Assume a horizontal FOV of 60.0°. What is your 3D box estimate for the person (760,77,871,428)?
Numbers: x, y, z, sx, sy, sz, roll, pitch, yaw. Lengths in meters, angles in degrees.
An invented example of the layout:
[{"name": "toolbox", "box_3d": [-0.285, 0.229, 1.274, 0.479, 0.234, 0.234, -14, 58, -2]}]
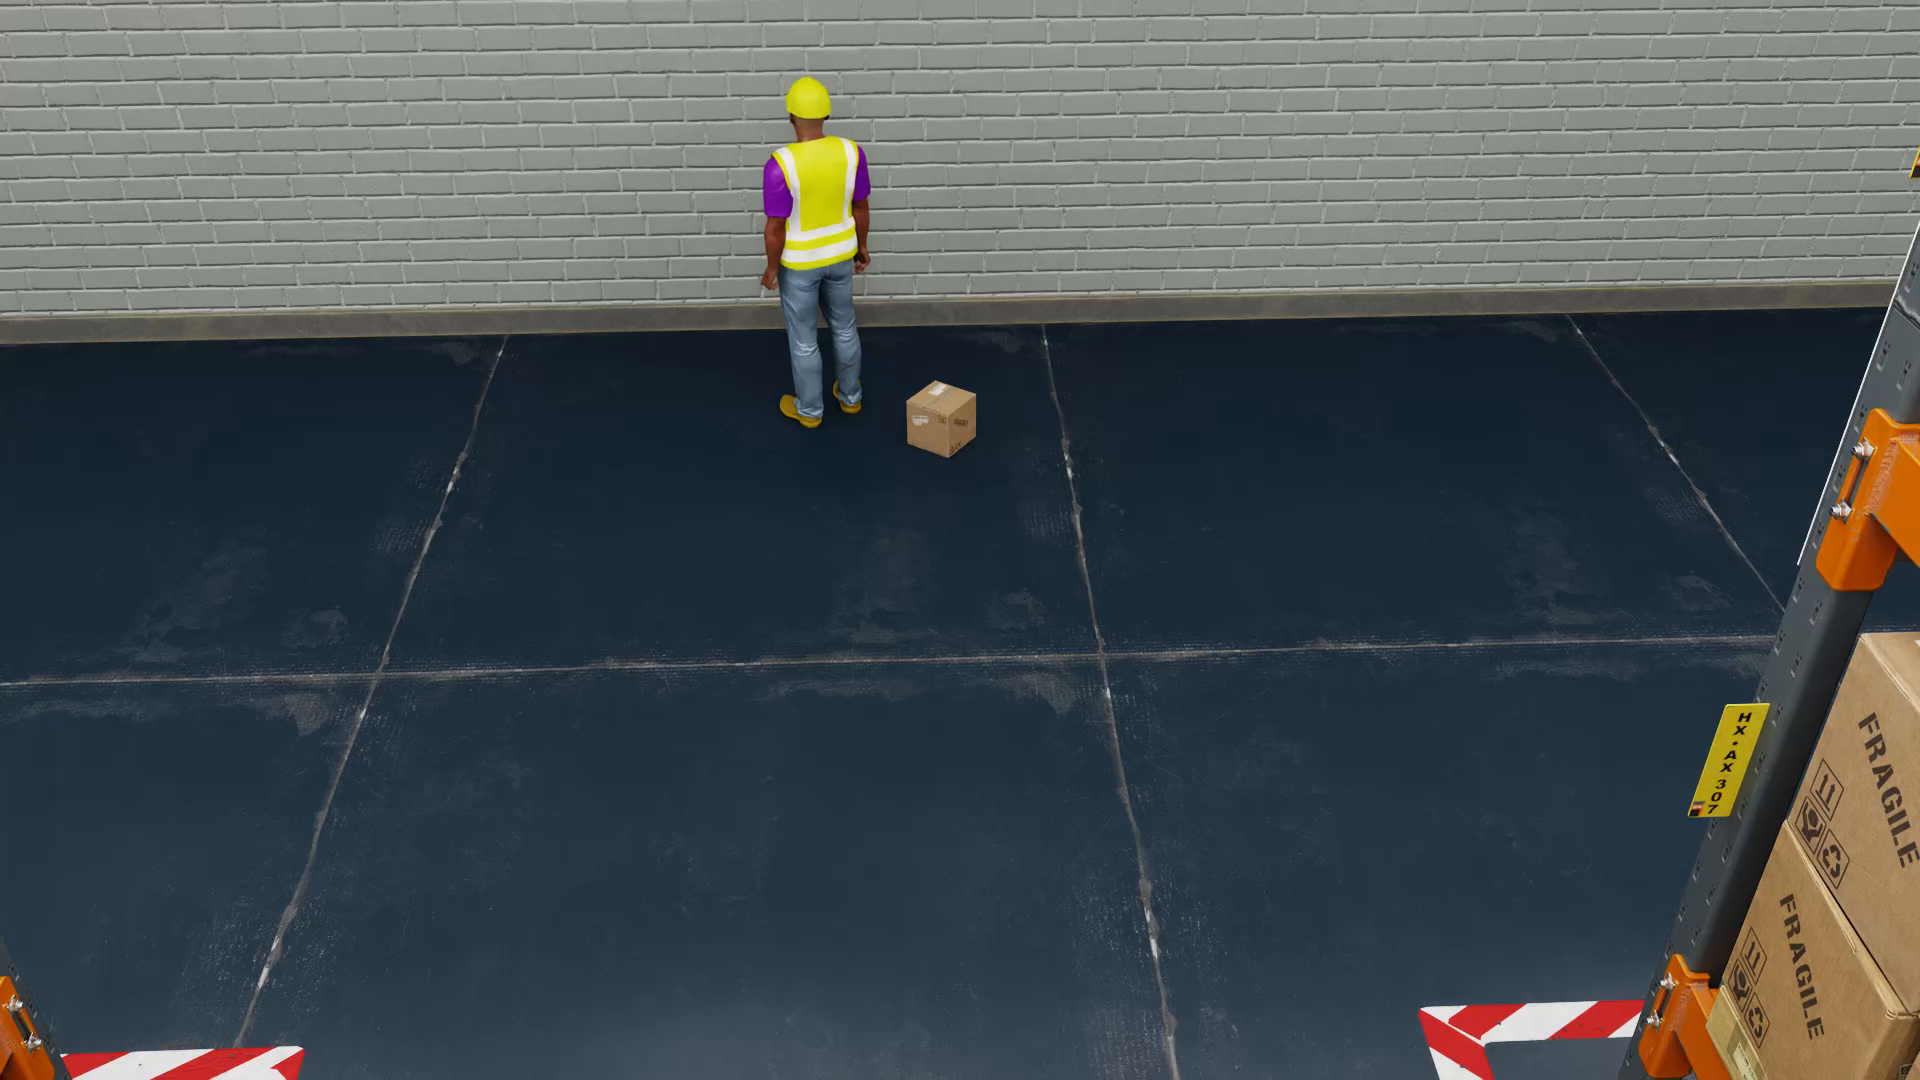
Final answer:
[{"name": "person", "box_3d": [-0.711, -1.390, 8.103, 0.564, 1.772, 0.378, -18, 39, -24]}]
